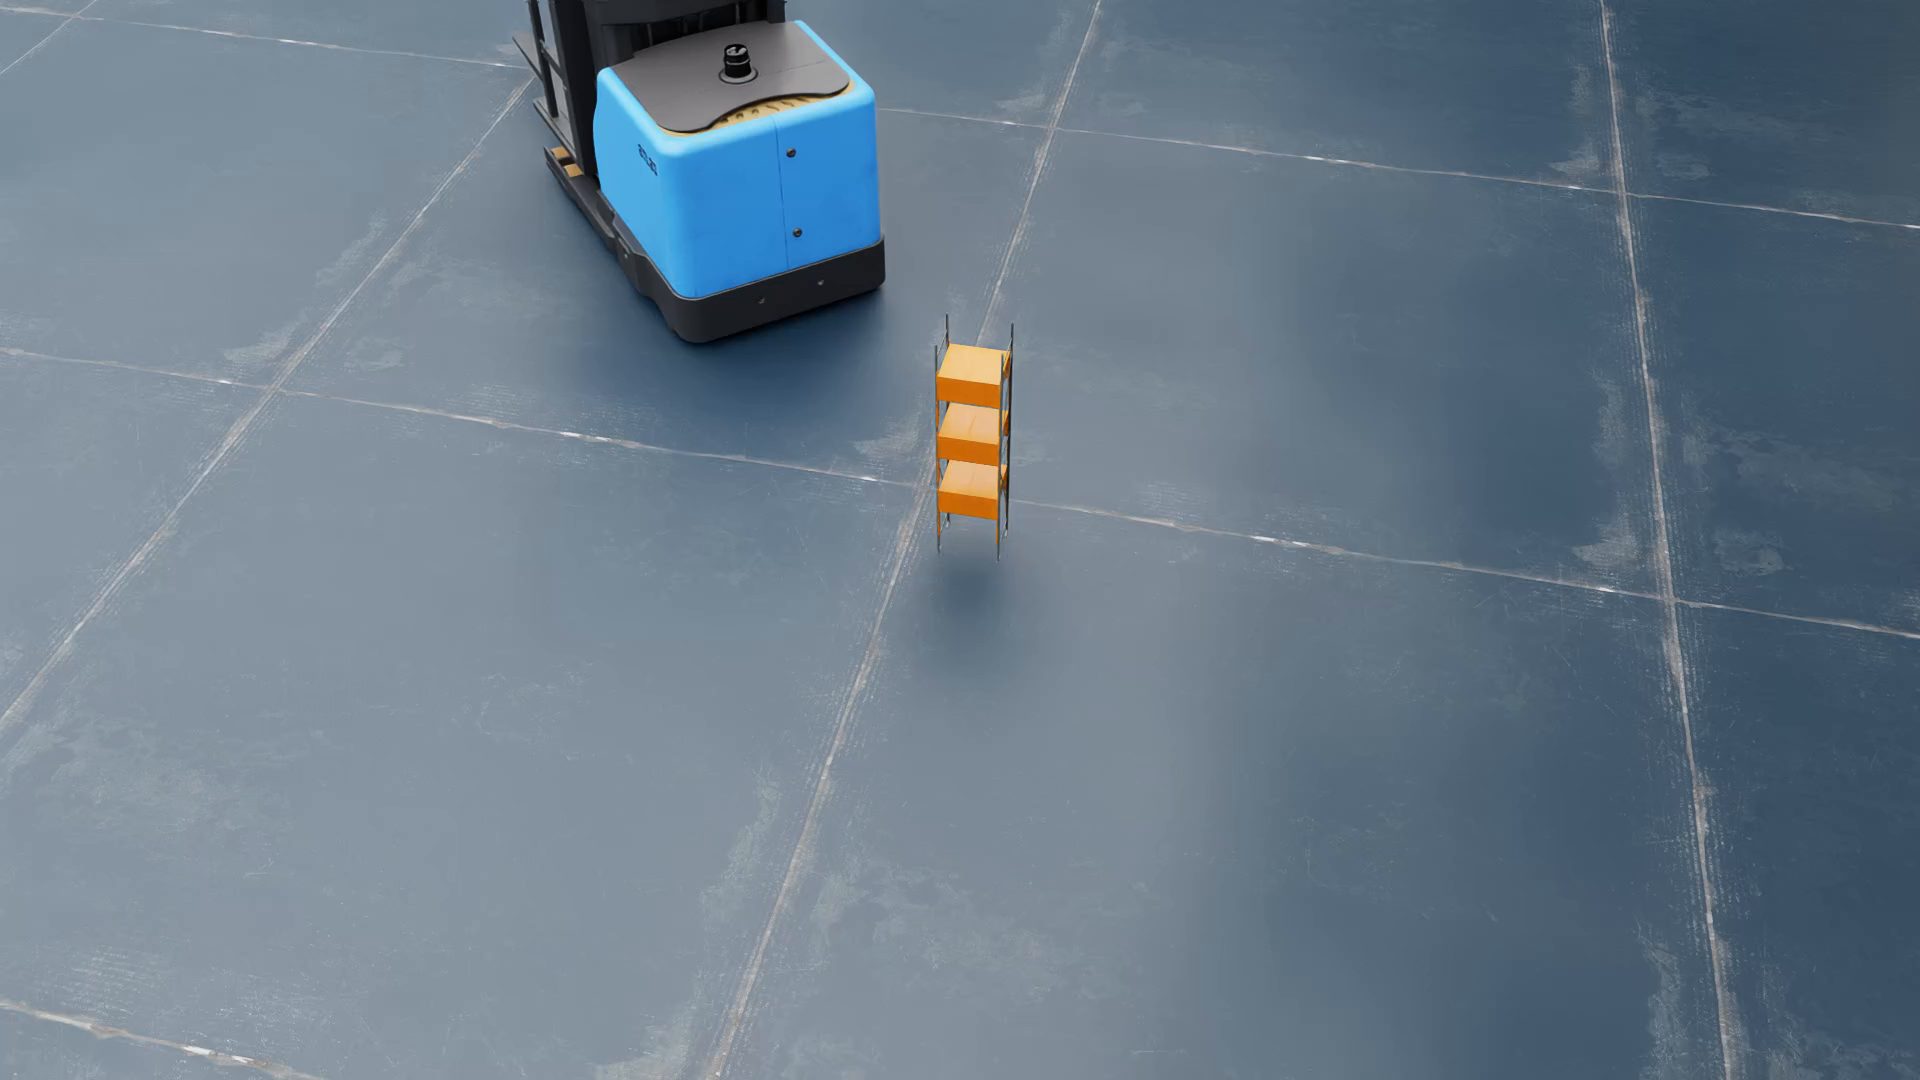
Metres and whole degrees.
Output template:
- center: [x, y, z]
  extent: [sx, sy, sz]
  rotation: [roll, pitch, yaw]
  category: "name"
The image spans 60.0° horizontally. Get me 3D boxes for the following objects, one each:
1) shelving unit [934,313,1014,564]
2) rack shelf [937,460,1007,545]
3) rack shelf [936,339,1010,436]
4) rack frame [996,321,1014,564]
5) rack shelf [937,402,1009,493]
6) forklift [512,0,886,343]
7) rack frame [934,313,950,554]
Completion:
- center: [0.052, -0.370, 6.378]
  extent: [0.252, 1.050, 0.215]
  rotation: [9, 45, 9]
  category: "shelving unit"
- center: [0.052, -0.162, 6.578]
  extent: [0.240, 0.259, 0.215]
  rotation: [9, 45, 9]
  category: "rack shelf"
- center: [0.052, -0.567, 6.188]
  extent: [0.240, 0.259, 0.215]
  rotation: [9, 45, 9]
  category: "rack shelf"
- center: [0.171, -0.352, 6.358]
  extent: [0.008, 1.050, 0.200]
  rotation: [9, 45, 9]
  category: "rack frame"
- center: [0.052, -0.363, 6.385]
  extent: [0.240, 0.259, 0.215]
  rotation: [9, 45, 9]
  category: "rack shelf"
- center: [-1.511, -2.971, 7.723]
  extent: [1.130, 2.935, 3.031]
  rotation: [-21, 48, -20]
  category: "forklift"
- center: [-0.067, -0.389, 6.397]
  extent: [0.008, 1.050, 0.200]
  rotation: [9, 45, 9]
  category: "rack frame"
